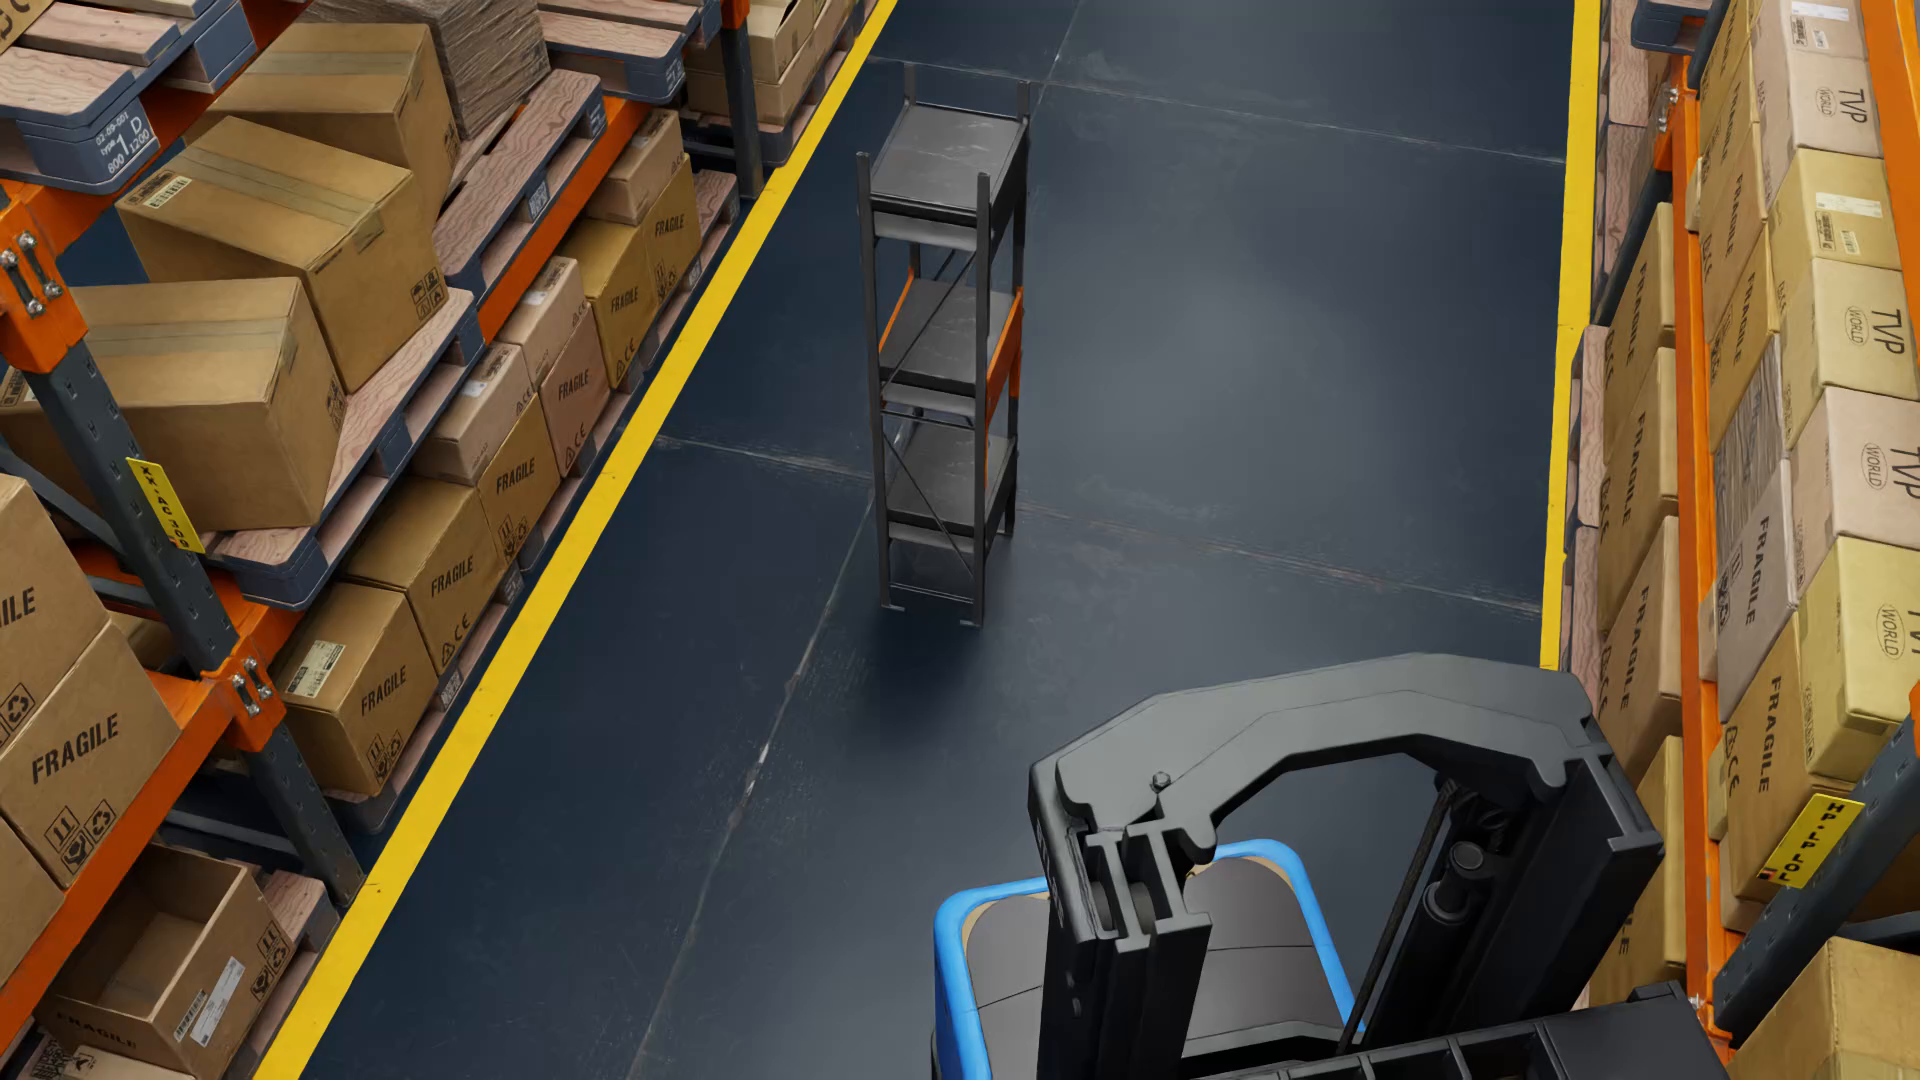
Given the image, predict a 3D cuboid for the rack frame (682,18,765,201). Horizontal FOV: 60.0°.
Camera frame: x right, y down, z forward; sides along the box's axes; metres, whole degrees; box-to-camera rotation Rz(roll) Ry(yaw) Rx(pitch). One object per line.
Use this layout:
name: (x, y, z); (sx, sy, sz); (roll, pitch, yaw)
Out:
rack frame: (-1.461, -2.792, 7.132); (1.000, 3.000, 0.127); (12, 50, 10)

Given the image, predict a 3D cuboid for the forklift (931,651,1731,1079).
forklift: (0.703, 1.701, 3.213); (1.130, 2.935, 3.031); (-8, 49, -7)

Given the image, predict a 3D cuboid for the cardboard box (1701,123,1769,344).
cardboard box: (2.665, -0.918, 5.200); (0.500, 0.500, 0.500); (11, 50, 10)

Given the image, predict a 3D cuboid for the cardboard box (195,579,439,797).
cardboard box: (-2.152, 0.481, 5.617); (0.500, 0.500, 0.500); (10, 49, 8)

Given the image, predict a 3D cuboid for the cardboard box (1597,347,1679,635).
cardboard box: (2.762, -0.106, 5.915); (0.750, 0.750, 0.750); (11, 50, 10)

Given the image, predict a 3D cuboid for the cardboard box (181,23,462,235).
cardboard box: (-2.109, -1.360, 5.522); (0.700, 0.500, 0.500); (0, 49, 0)

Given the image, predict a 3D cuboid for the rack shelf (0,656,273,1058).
rack shelf: (-3.041, 1.786, 3.571); (1.077, 0.370, 4.000); (12, 50, 10)

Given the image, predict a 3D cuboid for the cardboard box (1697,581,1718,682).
cardboard box: (2.250, 0.284, 4.572); (0.380, 0.149, 0.250); (12, 50, 10)

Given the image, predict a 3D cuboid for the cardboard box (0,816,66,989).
cardboard box: (-2.533, 0.854, 3.848); (0.500, 0.500, 0.500); (13, 50, 11)

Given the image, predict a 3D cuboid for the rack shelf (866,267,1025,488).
rack shelf: (-0.044, -0.566, 5.786); (0.431, 0.518, 0.480); (12, 50, 10)

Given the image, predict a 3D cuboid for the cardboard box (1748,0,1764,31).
cardboard box: (2.943, -1.905, 5.571); (0.500, 0.250, 0.500); (13, 50, 11)

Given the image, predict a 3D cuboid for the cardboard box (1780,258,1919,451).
cardboard box: (2.420, -0.435, 4.273); (0.500, 0.250, 0.500); (12, 50, 11)

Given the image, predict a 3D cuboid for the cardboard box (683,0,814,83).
cardboard box: (-1.040, -2.527, 8.078); (0.500, 0.311, 0.500); (13, 50, 11)

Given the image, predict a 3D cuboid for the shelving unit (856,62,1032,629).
shelving unit: (-0.044, -0.575, 5.776); (0.431, 2.100, 0.503); (12, 50, 10)

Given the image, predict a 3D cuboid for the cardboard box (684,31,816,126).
cardboard box: (-1.040, -2.342, 8.289); (0.500, 0.250, 0.500); (11, 50, 10)

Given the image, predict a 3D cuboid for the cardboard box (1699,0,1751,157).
cardboard box: (2.944, -1.654, 5.850); (0.500, 0.500, 0.500); (13, 50, 11)

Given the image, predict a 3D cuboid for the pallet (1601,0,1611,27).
pallet: (4.168, -3.224, 9.373); (1.003, 0.211, 1.213); (12, 50, 10)

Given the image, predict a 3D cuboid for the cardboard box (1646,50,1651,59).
cardboard box: (3.933, -2.748, 8.467); (0.700, 0.500, 0.500); (12, 50, 10)

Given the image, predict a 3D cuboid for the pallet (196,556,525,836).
pallet: (-2.337, 0.429, 6.150); (1.003, 0.211, 1.213); (12, 50, 10)

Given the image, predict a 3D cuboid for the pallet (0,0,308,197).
pallet: (-2.275, -1.287, 3.928); (1.213, 0.211, 1.003); (12, 50, 10)

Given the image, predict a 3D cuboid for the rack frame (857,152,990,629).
rack frame: (-0.108, -0.399, 5.620); (0.400, 2.100, 0.015); (12, 50, 10)

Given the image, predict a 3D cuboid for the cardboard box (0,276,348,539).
cardboard box: (-2.174, -0.369, 4.647); (0.700, 0.500, 0.500); (-3, 49, -3)

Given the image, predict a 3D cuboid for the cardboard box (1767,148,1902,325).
cardboard box: (2.554, -0.804, 4.599); (0.500, 0.250, 0.500); (11, 49, 9)

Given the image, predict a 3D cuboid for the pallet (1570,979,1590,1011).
pallet: (2.396, 1.426, 5.269); (1.003, 0.211, 1.213); (12, 50, 10)

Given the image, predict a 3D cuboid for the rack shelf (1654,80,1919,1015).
rack shelf: (2.792, -0.132, 5.265); (1.077, 0.370, 4.000); (12, 50, 10)

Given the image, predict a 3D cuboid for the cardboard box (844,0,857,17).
cardboard box: (-0.778, -3.083, 8.943); (0.500, 0.250, 0.500); (10, 49, 9)

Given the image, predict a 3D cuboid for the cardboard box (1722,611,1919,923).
cardboard box: (2.144, 0.555, 3.900); (0.500, 0.500, 0.500); (11, 49, 9)

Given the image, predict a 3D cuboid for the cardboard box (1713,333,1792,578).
cardboard box: (2.409, -0.178, 4.547); (0.500, 0.500, 0.500); (12, 50, 10)

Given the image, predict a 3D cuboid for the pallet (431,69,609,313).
pallet: (-1.969, -1.320, 5.962); (1.003, 0.211, 1.213); (12, 50, 10)

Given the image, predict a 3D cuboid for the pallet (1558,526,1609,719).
pallet: (2.715, 0.541, 6.051); (1.003, 0.211, 1.213); (12, 50, 10)

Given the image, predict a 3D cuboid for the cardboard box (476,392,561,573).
cardboard box: (-1.883, -0.267, 6.277); (0.500, 0.500, 0.500); (12, 50, 10)

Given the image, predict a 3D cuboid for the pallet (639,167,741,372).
pallet: (-1.694, -1.336, 7.707); (1.003, 0.211, 1.213); (12, 50, 10)

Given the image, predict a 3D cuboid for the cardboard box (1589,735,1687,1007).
cardboard box: (2.311, 1.153, 4.804); (0.750, 0.750, 0.750); (12, 50, 10)

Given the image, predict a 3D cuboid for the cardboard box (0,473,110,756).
cardboard box: (-2.398, 0.155, 3.798); (0.500, 0.500, 0.500); (12, 50, 10)

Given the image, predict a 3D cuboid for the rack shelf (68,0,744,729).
rack shelf: (-1.988, -1.107, 6.125); (1.077, 0.370, 4.000); (12, 50, 10)

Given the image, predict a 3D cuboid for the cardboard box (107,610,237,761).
cardboard box: (-2.661, 0.370, 5.716); (0.500, 0.500, 0.500); (11, 50, 10)

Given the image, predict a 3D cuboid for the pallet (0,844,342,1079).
pallet: (-2.696, 1.521, 5.186); (1.003, 0.211, 1.213); (12, 50, 10)

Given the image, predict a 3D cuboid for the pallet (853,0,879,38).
pallet: (-0.884, -3.336, 9.473); (1.003, 0.211, 1.213); (12, 50, 10)

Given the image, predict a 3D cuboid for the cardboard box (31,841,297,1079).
cardboard box: (-2.390, 1.251, 4.938); (0.500, 0.500, 0.500); (12, 50, 10)

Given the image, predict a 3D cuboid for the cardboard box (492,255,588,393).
cardboard box: (-1.757, -0.853, 6.295); (0.500, 0.250, 0.500); (11, 49, 9)

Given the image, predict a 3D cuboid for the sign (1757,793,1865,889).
sign: (1.740, 0.620, 3.402); (0.100, 0.325, 0.005); (12, 50, 10)

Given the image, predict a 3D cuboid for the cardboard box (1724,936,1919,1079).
cardboard box: (2.107, 1.366, 3.262); (0.980, 0.700, 0.700); (12, 50, 11)

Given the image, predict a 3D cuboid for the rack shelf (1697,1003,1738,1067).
rack shelf: (1.739, 2.761, 2.711); (1.077, 0.370, 4.000); (12, 50, 10)

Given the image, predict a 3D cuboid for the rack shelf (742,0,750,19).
rack shelf: (-0.935, -4.000, 8.678); (1.077, 0.370, 4.000); (12, 50, 10)

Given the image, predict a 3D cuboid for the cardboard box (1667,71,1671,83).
cardboard box: (3.706, -2.016, 7.821); (0.700, 0.500, 0.500); (11, 50, 10)

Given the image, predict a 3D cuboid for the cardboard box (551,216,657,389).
cardboard box: (-1.618, -1.013, 6.936); (0.500, 0.500, 0.500); (10, 49, 9)

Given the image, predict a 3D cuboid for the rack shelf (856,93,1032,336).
rack shelf: (-0.044, -1.029, 5.261); (0.431, 0.518, 0.480); (12, 50, 10)

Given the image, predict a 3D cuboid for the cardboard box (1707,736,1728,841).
cardboard box: (2.125, 0.665, 4.235); (0.380, 0.149, 0.250); (12, 50, 11)
